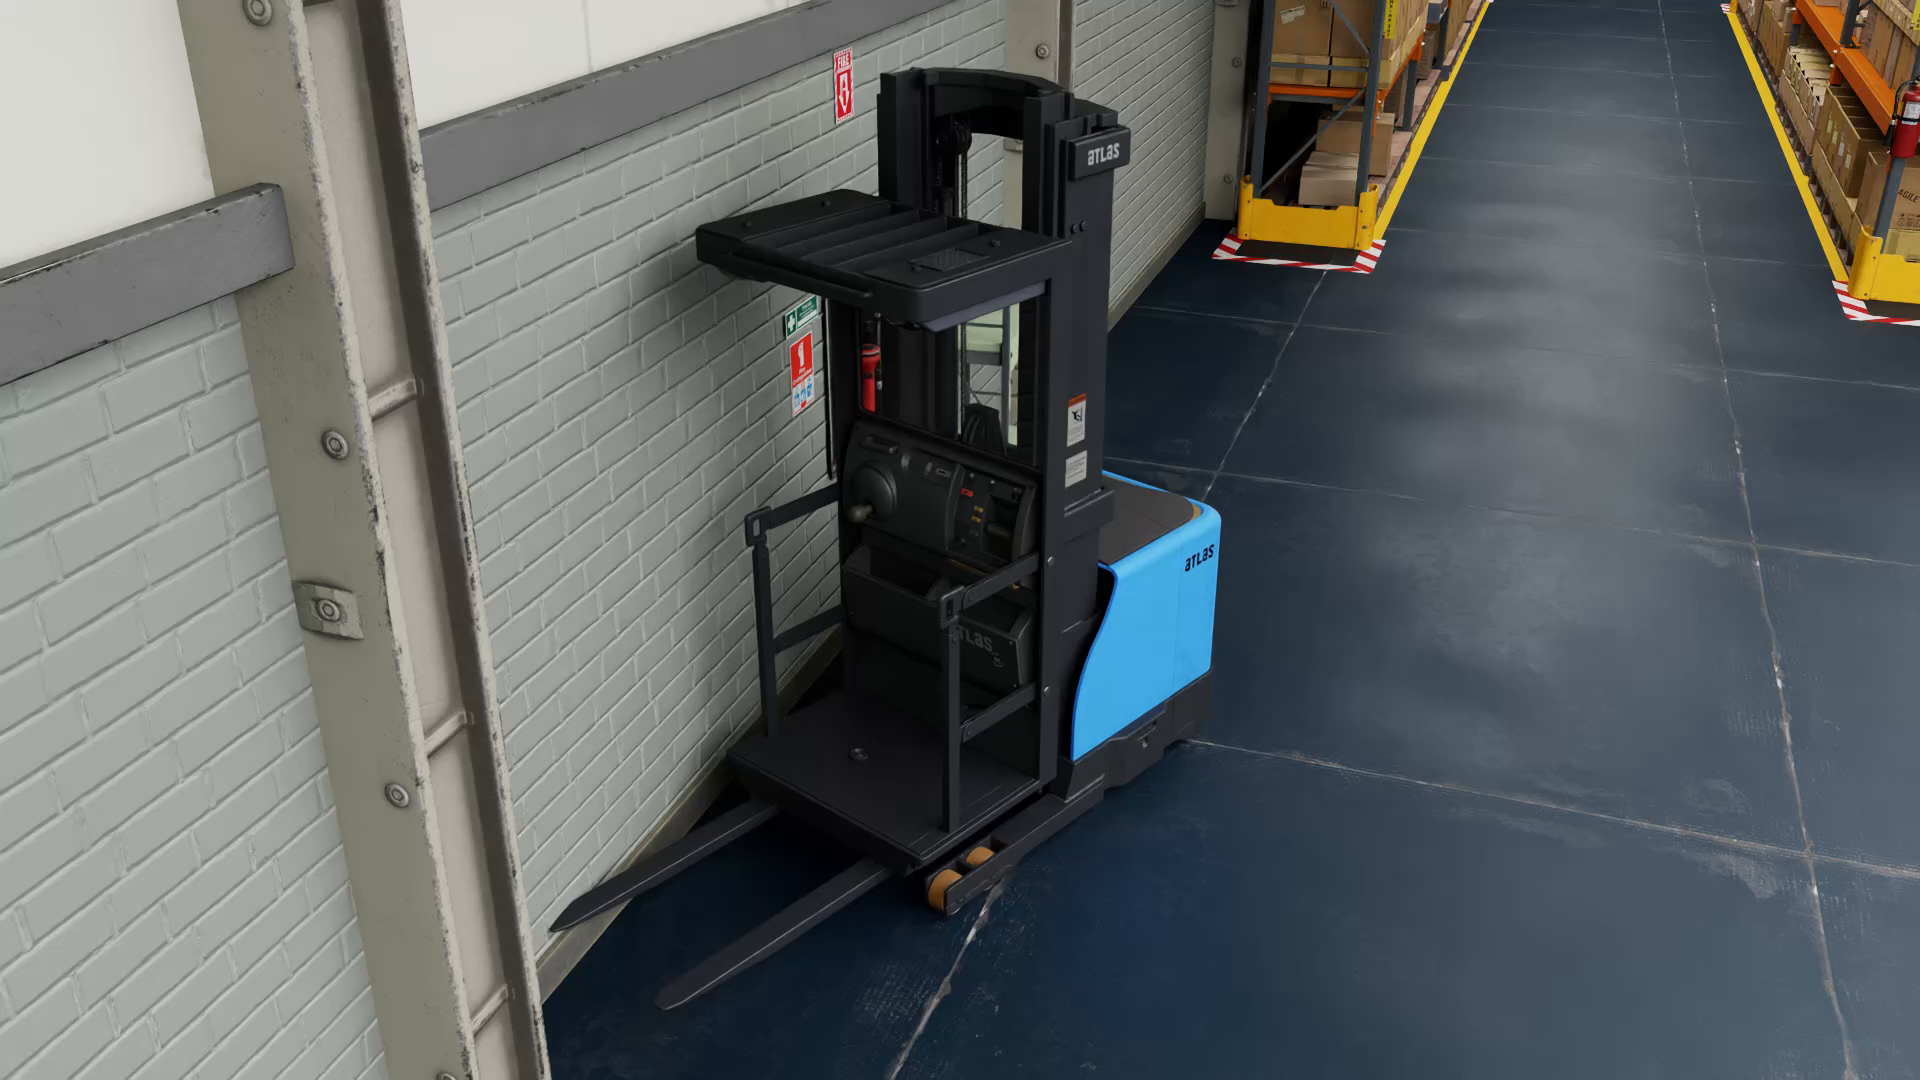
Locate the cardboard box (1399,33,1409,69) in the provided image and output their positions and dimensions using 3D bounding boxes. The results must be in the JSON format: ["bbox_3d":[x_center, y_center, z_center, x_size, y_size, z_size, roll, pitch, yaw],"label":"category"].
[{"bbox_3d":[3.826,-4.506,15.264,0.500,0.250,0.500,8,27,17],"label":"cardboard box"}]

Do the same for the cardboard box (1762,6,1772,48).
[{"bbox_3d":[11.138,-6.890,22.401,0.500,0.500,0.500,9,27,18],"label":"cardboard box"}]

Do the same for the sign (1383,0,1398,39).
[{"bbox_3d":[3.541,-4.297,13.690,0.100,0.325,0.005,9,27,17],"label":"sign"}]

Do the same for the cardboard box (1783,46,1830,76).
[{"bbox_3d":[9.913,-5.588,19.380,0.500,0.311,0.500,10,27,19],"label":"cardboard box"}]

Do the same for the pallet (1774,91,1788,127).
[{"bbox_3d":[10.054,-4.969,19.271,1.003,0.211,1.213,9,27,17],"label":"pallet"}]

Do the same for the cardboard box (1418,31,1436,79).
[{"bbox_3d":[5.502,-6.043,20.653,0.700,0.500,0.500,9,27,18],"label":"cardboard box"}]

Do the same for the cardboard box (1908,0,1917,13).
[{"bbox_3d":[8.224,-4.534,13.569,0.700,0.500,0.500,9,27,18],"label":"cardboard box"}]

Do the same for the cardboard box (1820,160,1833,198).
[{"bbox_3d":[8.251,-3.309,15.315,0.500,0.250,0.500,9,27,17],"label":"cardboard box"}]

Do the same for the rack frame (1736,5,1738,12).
[{"bbox_3d":[13.027,-9.845,26.141,1.000,3.000,0.127,9,27,17],"label":"rack frame"}]

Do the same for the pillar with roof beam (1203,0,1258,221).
[{"bbox_3d":[6.507,-6.475,12.298,9.100,9.000,0.400,9,27,17],"label":"pillar with roof beam"}]

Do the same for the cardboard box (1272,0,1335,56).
[{"bbox_3d":[2.986,-4.490,14.370,0.500,0.500,0.500,8,27,17],"label":"cardboard box"}]

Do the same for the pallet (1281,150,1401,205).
[{"bbox_3d":[3.766,-3.591,16.424,1.003,0.211,1.213,9,27,17],"label":"pallet"}]

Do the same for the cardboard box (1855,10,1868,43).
[{"bbox_3d":[9.156,-5.054,16.419,0.500,0.250,0.500,11,28,21],"label":"cardboard box"}]

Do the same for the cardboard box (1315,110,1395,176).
[{"bbox_3d":[3.826,-3.859,16.142,0.700,0.500,0.500,7,27,14],"label":"cardboard box"}]

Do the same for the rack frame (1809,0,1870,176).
[{"bbox_3d":[9.033,-4.913,15.956,1.000,3.000,0.127,9,27,17],"label":"rack frame"}]

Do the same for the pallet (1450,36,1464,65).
[{"bbox_3d":[6.433,-6.832,23.117,1.003,0.211,1.213,9,27,17],"label":"pallet"}]

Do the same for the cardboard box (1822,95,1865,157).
[{"bbox_3d":[8.425,-3.850,15.573,0.500,0.500,0.500,9,27,17],"label":"cardboard box"}]

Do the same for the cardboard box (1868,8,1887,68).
[{"bbox_3d":[8.722,-4.557,15.106,0.700,0.500,0.500,8,27,17],"label":"cardboard box"}]

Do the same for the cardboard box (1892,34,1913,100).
[{"bbox_3d":[8.211,-3.924,13.798,0.700,0.500,0.500,9,27,18],"label":"cardboard box"}]

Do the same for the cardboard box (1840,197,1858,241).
[{"bbox_3d":[7.757,-2.691,14.040,0.500,0.250,0.500,9,27,17],"label":"cardboard box"}]

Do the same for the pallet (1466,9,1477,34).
[{"bbox_3d":[7.350,-7.964,25.456,1.003,0.211,1.213,9,27,17],"label":"pallet"}]

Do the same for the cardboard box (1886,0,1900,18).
[{"bbox_3d":[8.336,-4.638,14.527,0.380,0.149,0.250,8,27,16],"label":"cardboard box"}]

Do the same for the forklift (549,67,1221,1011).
[{"bbox_3d":[-0.227,-0.147,6.191,1.130,2.935,3.031,21,33,37],"label":"forklift"}]

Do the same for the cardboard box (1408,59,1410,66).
[{"bbox_3d":[4.923,-5.431,19.389,0.700,0.500,0.500,9,27,18],"label":"cardboard box"}]

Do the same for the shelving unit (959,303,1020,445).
[{"bbox_3d":[0.136,-0.647,8.866,0.431,1.500,0.755,6,26,12],"label":"shelving unit"}]

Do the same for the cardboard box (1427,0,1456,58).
[{"bbox_3d":[6.060,-6.778,21.793,0.750,0.750,0.750,8,27,17],"label":"cardboard box"}]

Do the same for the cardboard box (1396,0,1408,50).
[{"bbox_3d":[3.646,-4.620,14.638,0.500,0.500,0.500,9,27,18],"label":"cardboard box"}]

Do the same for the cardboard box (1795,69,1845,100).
[{"bbox_3d":[9.404,-4.951,18.062,0.500,0.311,0.500,8,27,17],"label":"cardboard box"}]

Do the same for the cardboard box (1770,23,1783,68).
[{"bbox_3d":[10.627,-6.261,21.103,0.500,0.500,0.500,8,27,16],"label":"cardboard box"}]

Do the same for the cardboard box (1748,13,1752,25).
[{"bbox_3d":[11.686,-7.554,24.176,0.380,0.149,0.250,9,27,17],"label":"cardboard box"}]

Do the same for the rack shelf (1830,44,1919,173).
[{"bbox_3d":[8.368,-3.768,14.415,1.077,0.370,4.000,9,27,17],"label":"rack shelf"}]

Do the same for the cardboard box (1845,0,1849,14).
[{"bbox_3d":[9.646,-5.694,17.453,0.500,0.500,0.500,9,27,18],"label":"cardboard box"}]

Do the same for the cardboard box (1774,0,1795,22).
[{"bbox_3d":[10.806,-6.831,21.419,0.500,0.250,0.500,8,27,16],"label":"cardboard box"}]

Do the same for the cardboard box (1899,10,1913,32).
[{"bbox_3d":[8.079,-4.323,13.878,0.380,0.149,0.250,10,27,19],"label":"cardboard box"}]

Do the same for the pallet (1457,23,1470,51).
[{"bbox_3d":[6.837,-7.335,24.156,1.003,0.211,1.213,9,27,17],"label":"pallet"}]

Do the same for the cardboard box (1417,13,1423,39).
[{"bbox_3d":[4.315,-5.129,16.551,0.500,0.250,0.500,9,27,18],"label":"cardboard box"}]

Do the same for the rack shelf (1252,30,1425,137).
[{"bbox_3d":[3.695,-4.484,15.895,1.077,0.370,4.000,9,27,17],"label":"rack shelf"}]

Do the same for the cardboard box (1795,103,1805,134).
[{"bbox_3d":[9.238,-4.495,17.765,0.500,0.250,0.500,9,27,19],"label":"cardboard box"}]

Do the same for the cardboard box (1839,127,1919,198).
[{"bbox_3d":[7.919,-3.235,14.302,0.500,0.500,0.500,9,27,17],"label":"cardboard box"}]

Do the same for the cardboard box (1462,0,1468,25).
[{"bbox_3d":[6.929,-7.853,24.013,0.750,0.750,0.750,9,27,18],"label":"cardboard box"}]

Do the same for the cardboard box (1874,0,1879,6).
[{"bbox_3d":[8.594,-4.958,15.190,0.380,0.149,0.250,8,27,16],"label":"cardboard box"}]

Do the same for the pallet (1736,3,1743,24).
[{"bbox_3d":[12.737,-8.230,26.007,1.003,0.211,1.213,9,27,17],"label":"pallet"}]

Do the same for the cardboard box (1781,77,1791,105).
[{"bbox_3d":[9.747,-5.129,19.075,0.500,0.250,0.500,8,27,16],"label":"cardboard box"}]

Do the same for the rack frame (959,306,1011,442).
[{"bbox_3d":[0.054,-0.492,8.545,0.400,1.500,0.023,6,26,12],"label":"rack frame"}]

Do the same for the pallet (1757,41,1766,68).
[{"bbox_3d":[11.461,-6.606,22.652,1.003,0.211,1.213,9,27,17],"label":"pallet"}]

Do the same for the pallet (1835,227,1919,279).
[{"bbox_3d":[7.917,-2.335,13.830,1.003,0.211,1.213,9,27,17],"label":"pallet"}]

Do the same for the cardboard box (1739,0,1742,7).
[{"bbox_3d":[12.412,-8.417,25.843,0.500,0.250,0.500,9,27,17],"label":"cardboard box"}]

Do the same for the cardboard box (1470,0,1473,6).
[{"bbox_3d":[7.712,-8.691,26.144,0.700,0.500,0.500,9,27,19],"label":"cardboard box"}]

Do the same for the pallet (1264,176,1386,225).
[{"bbox_3d":[3.359,-3.091,15.392,1.003,0.211,1.213,9,27,17],"label":"pallet"}]

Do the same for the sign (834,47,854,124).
[{"bbox_3d":[-0.505,-1.978,7.234,0.001,0.298,0.199,9,27,17],"label":"sign"}]

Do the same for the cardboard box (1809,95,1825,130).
[{"bbox_3d":[8.898,-4.325,16.771,0.500,0.311,0.500,9,27,17],"label":"cardboard box"}]

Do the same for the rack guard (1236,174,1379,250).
[{"bbox_3d":[3.055,-2.892,14.650,1.175,0.500,0.348,9,27,17],"label":"rack guard"}]

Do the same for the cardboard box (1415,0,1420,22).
[{"bbox_3d":[4.157,-5.259,15.958,0.500,0.500,0.500,8,27,16],"label":"cardboard box"}]

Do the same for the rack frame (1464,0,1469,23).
[{"bbox_3d":[7.023,-8.918,24.226,1.000,3.000,0.127,9,27,17],"label":"rack frame"}]

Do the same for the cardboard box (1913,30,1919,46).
[{"bbox_3d":[7.821,-4.004,13.218,0.380,0.149,0.250,8,27,17],"label":"cardboard box"}]
